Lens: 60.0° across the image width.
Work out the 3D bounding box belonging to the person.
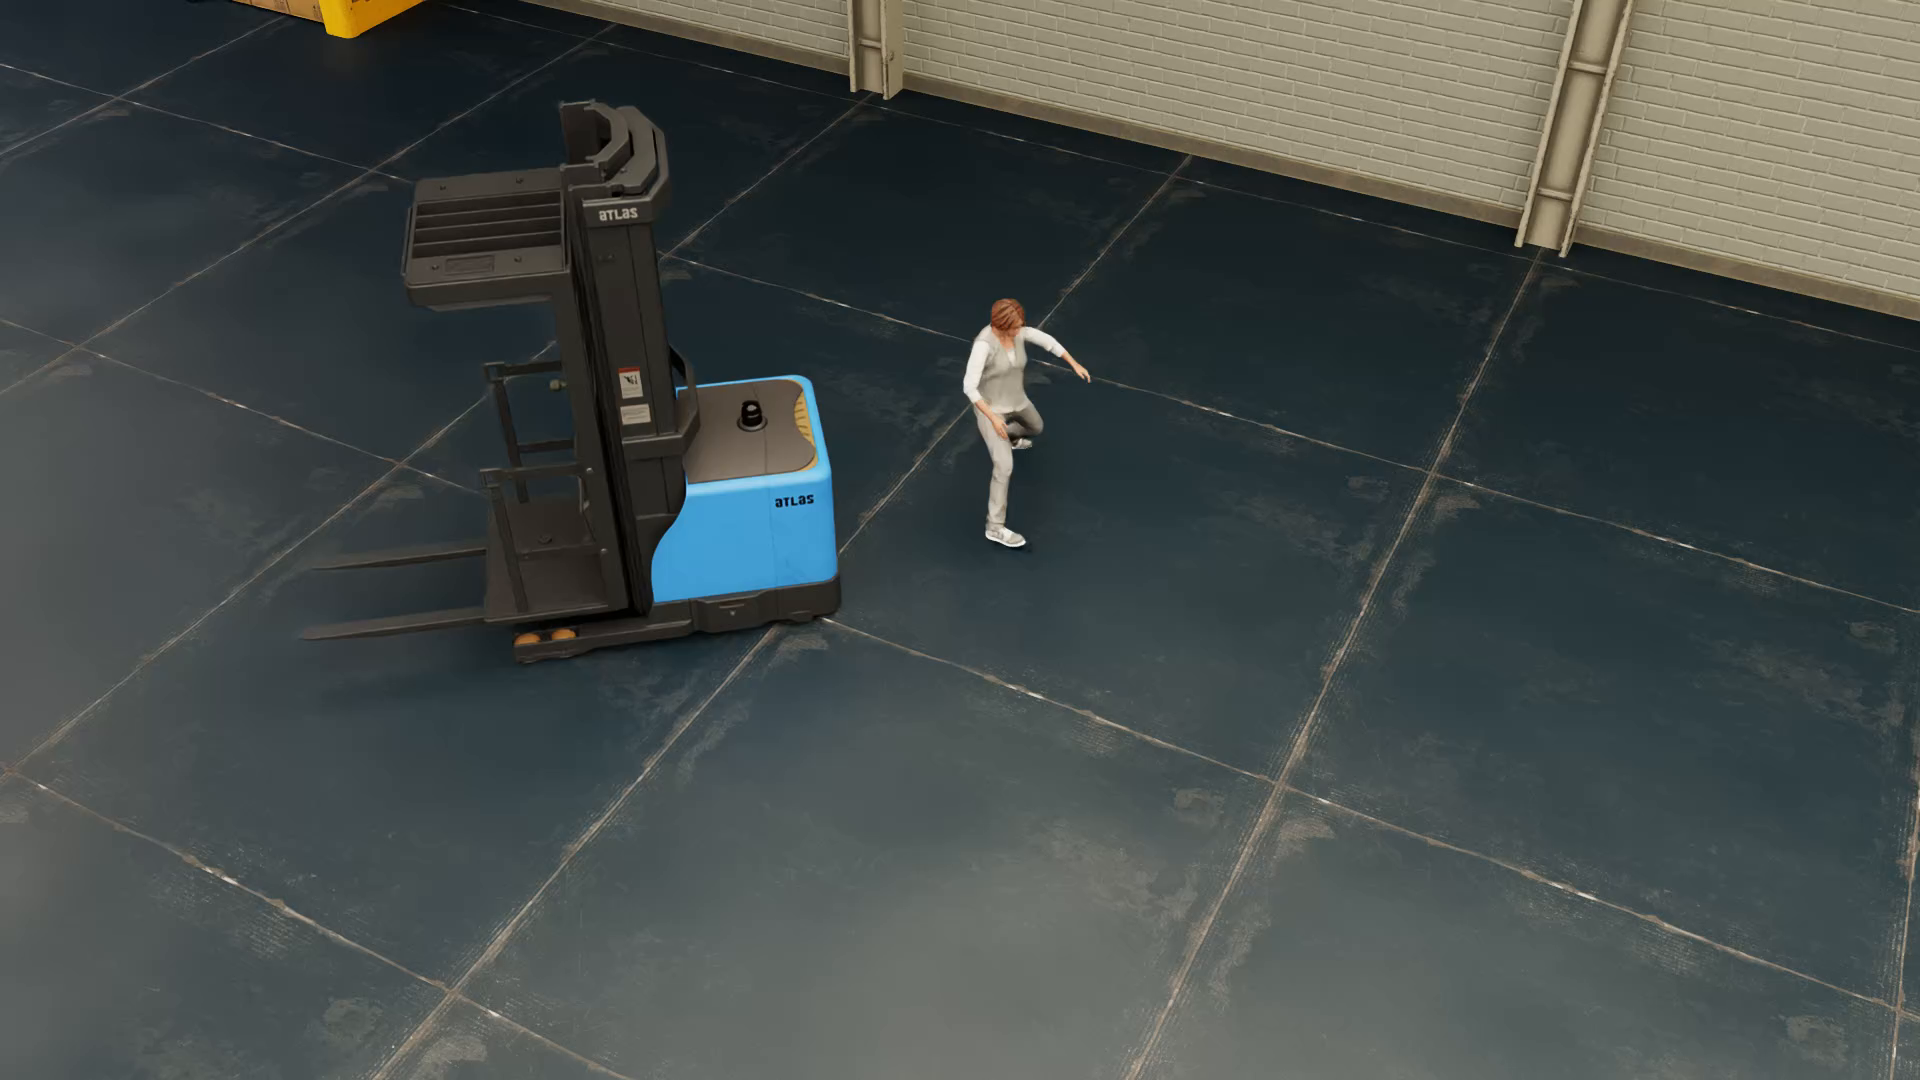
[{"bbox_3d":[0.346,-0.828,10.176,0.925,1.434,0.874,-32,50,-32],"label":"person"}]

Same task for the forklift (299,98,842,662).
[{"bbox_3d":[-2.261,-0.797,8.933,3.031,2.935,1.130,-7,41,-8],"label":"forklift"}]
